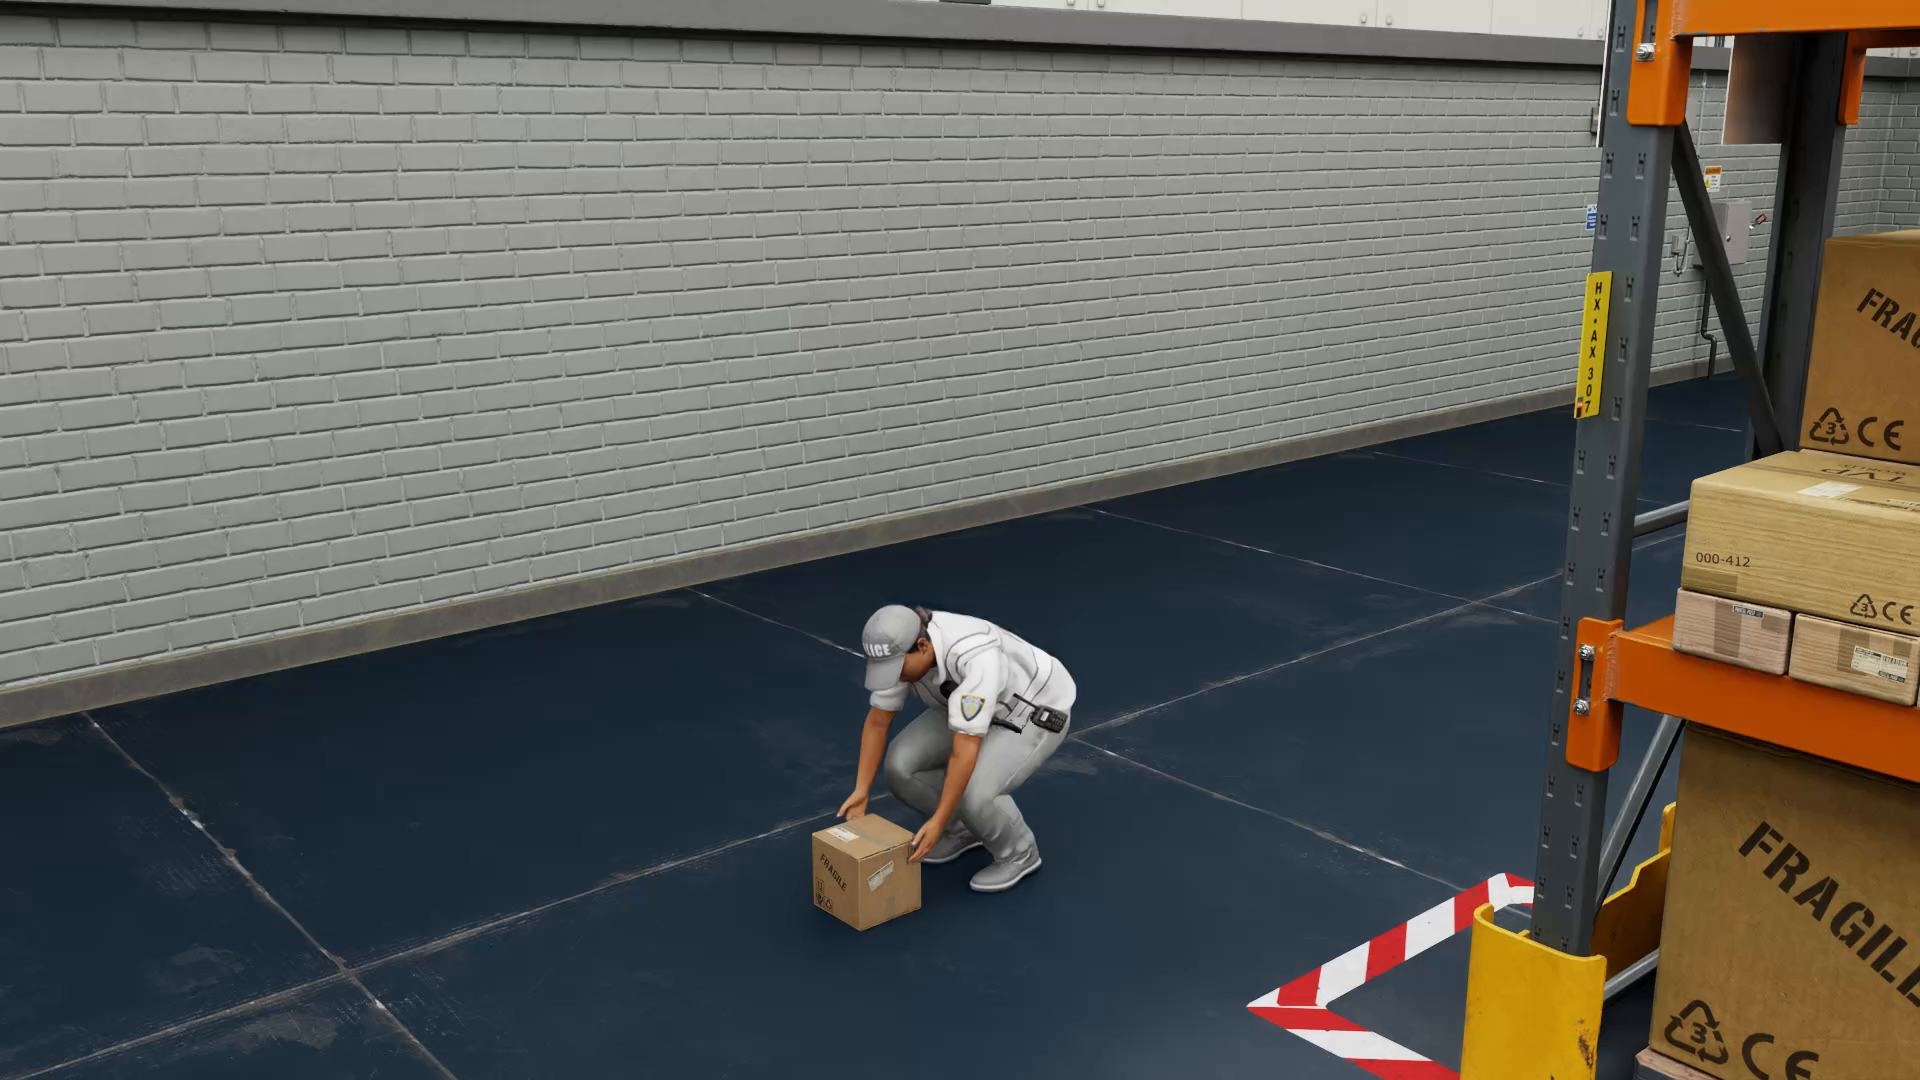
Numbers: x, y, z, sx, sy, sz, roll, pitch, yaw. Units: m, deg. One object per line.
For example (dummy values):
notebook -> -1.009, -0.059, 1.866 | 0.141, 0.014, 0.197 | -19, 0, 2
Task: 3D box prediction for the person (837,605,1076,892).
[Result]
person -> 0.008, 0.641, 5.480 | 0.844, 1.016, 0.527 | -12, 19, -40
